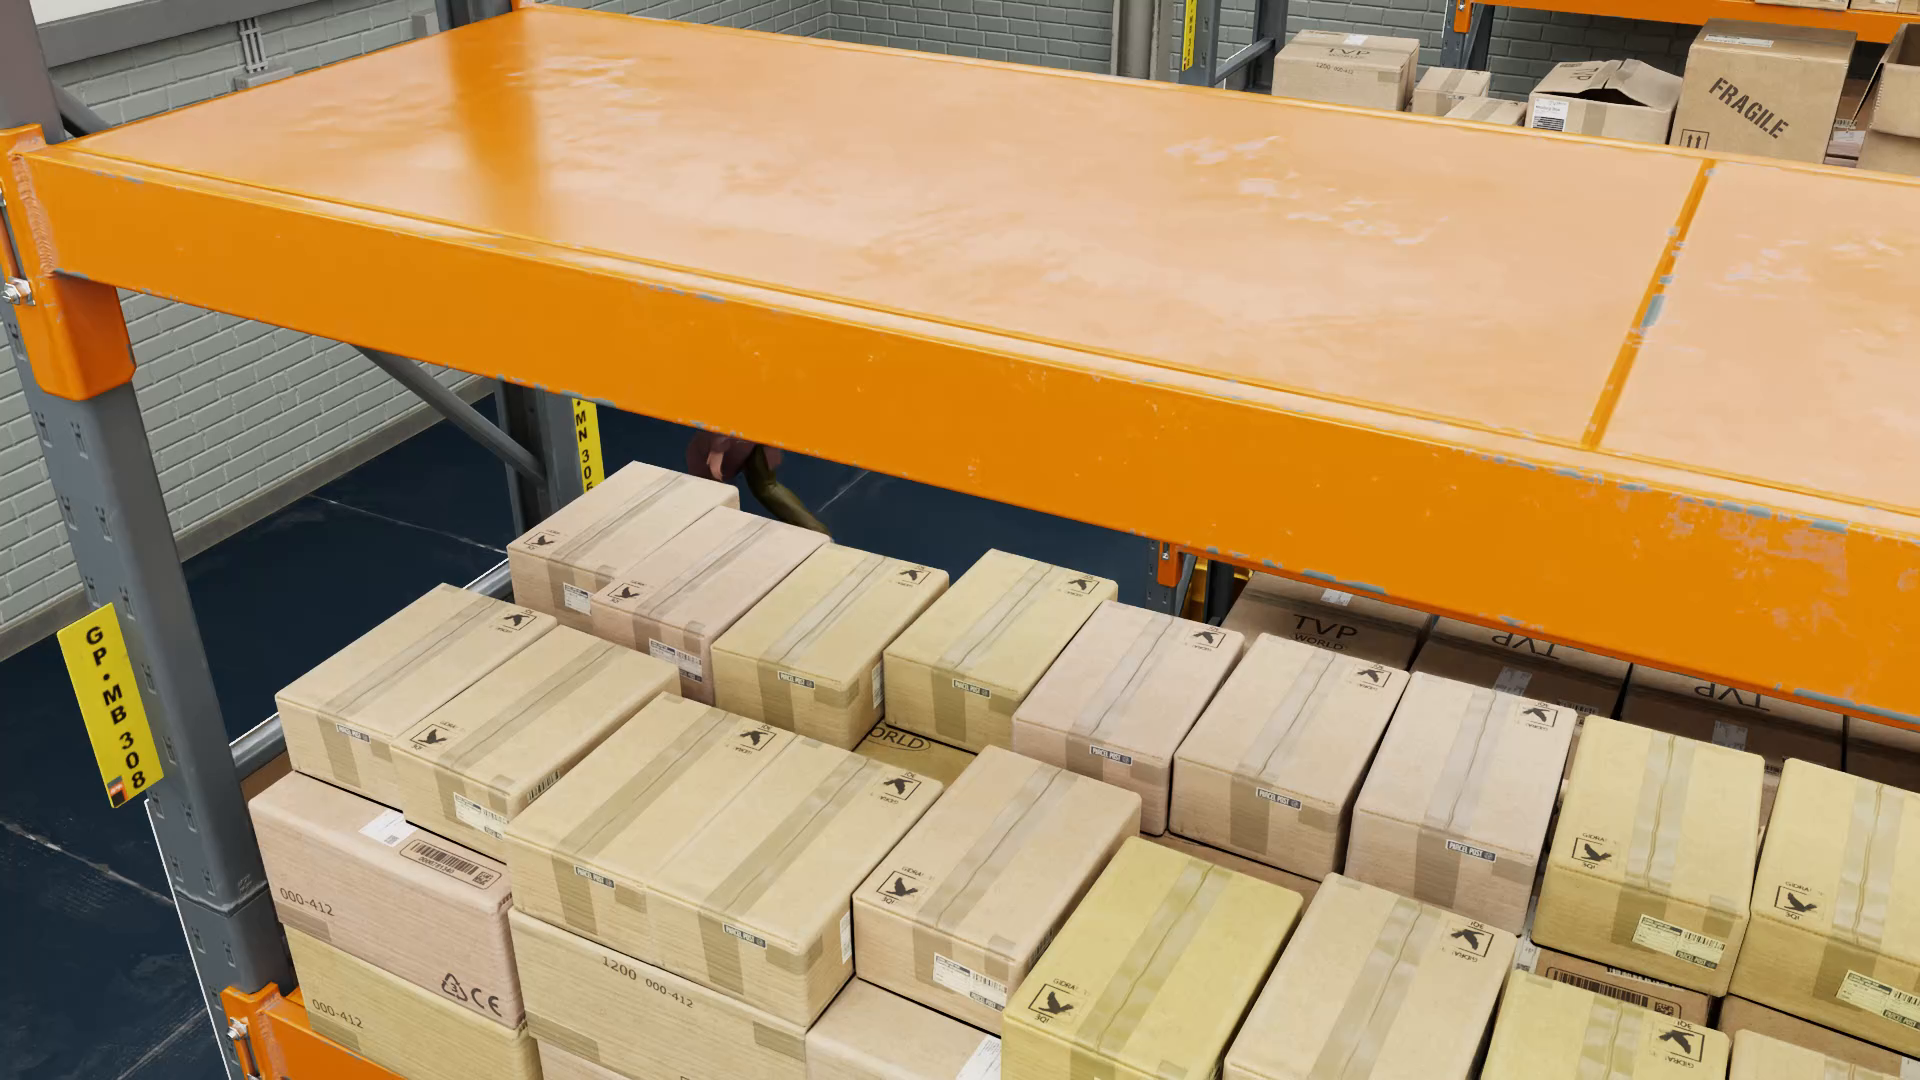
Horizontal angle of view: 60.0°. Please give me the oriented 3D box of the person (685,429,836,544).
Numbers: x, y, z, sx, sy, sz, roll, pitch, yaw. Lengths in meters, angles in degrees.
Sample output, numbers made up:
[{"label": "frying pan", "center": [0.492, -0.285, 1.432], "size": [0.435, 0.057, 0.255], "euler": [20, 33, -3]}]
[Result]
[{"label": "person", "center": [-1.152, -0.588, 9.190], "size": [0.890, 1.721, 0.667], "euler": [19, 35, 30]}]
